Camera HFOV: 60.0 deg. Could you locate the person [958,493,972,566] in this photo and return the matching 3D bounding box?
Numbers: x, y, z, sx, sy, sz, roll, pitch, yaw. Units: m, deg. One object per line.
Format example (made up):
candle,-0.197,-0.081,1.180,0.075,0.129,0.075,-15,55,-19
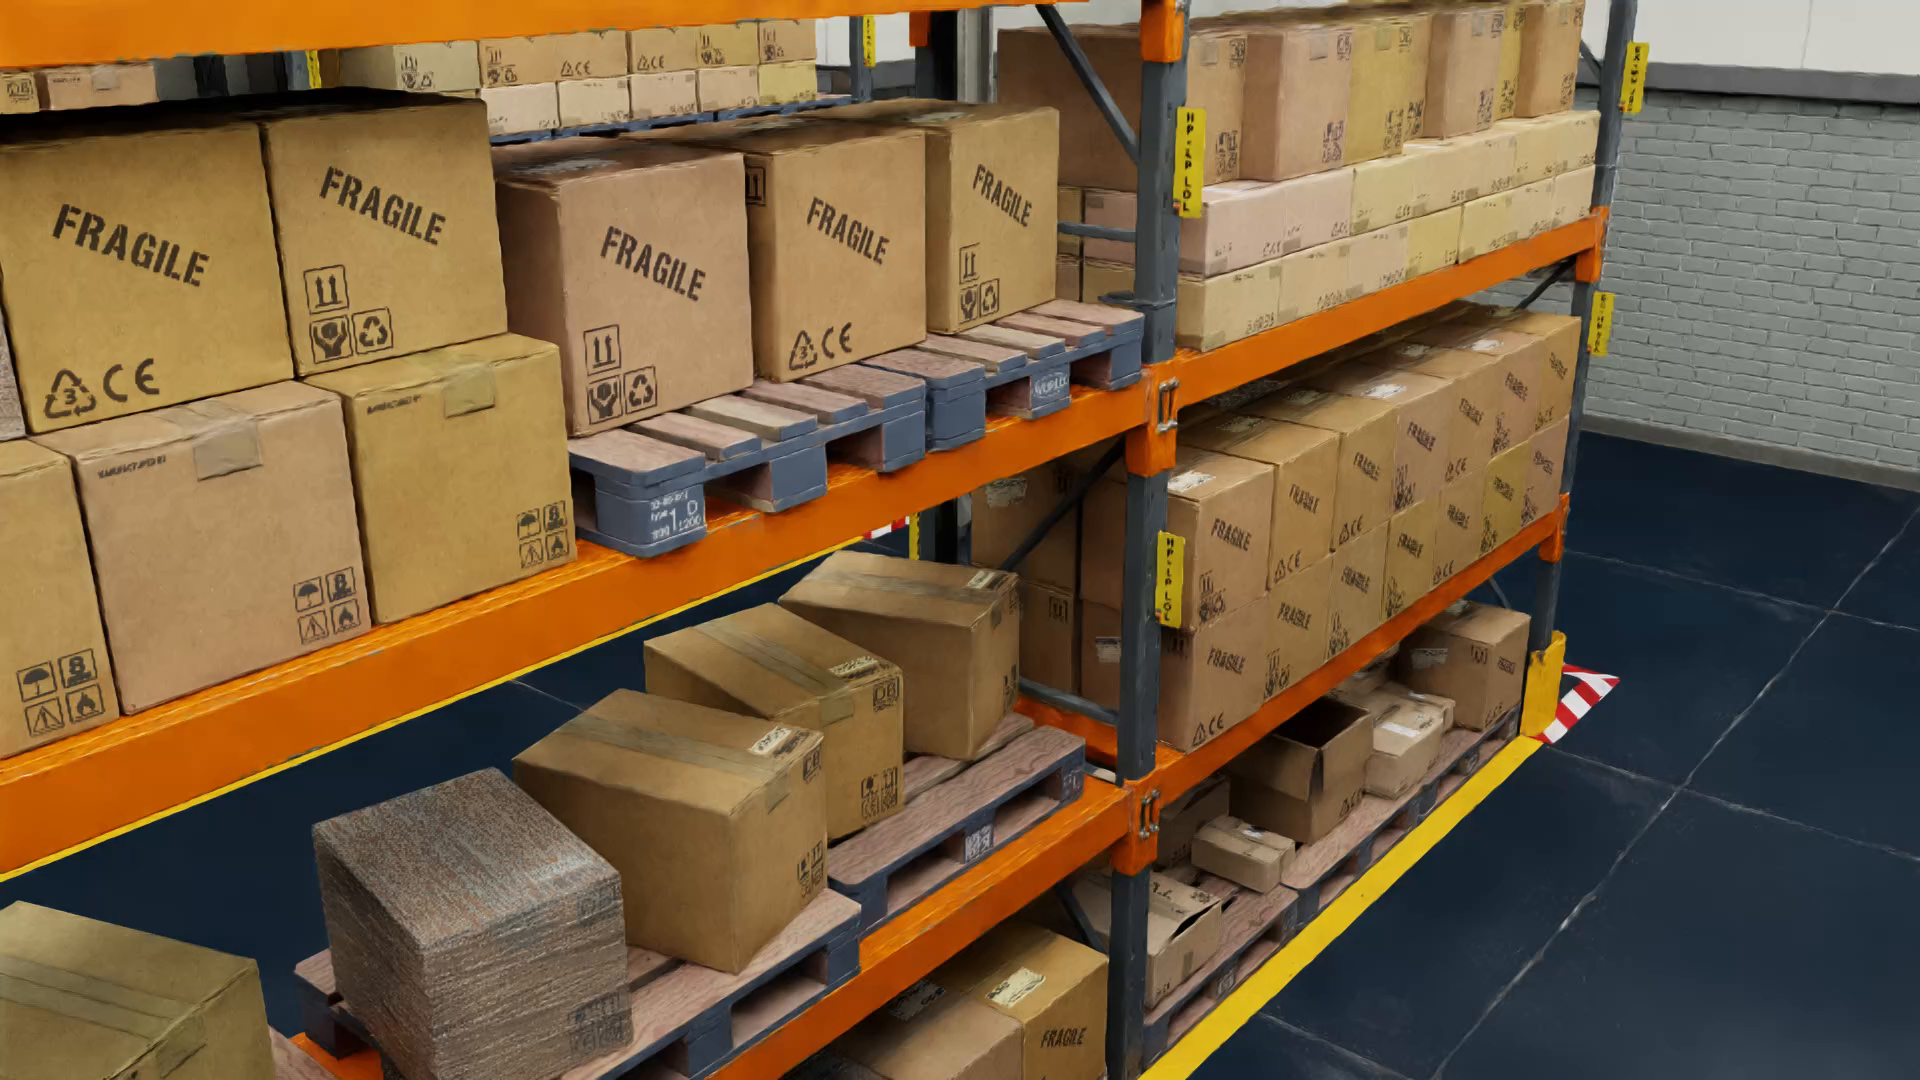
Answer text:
person,-0.036,-0.083,9.799,0.448,1.605,0.420,6,21,15
